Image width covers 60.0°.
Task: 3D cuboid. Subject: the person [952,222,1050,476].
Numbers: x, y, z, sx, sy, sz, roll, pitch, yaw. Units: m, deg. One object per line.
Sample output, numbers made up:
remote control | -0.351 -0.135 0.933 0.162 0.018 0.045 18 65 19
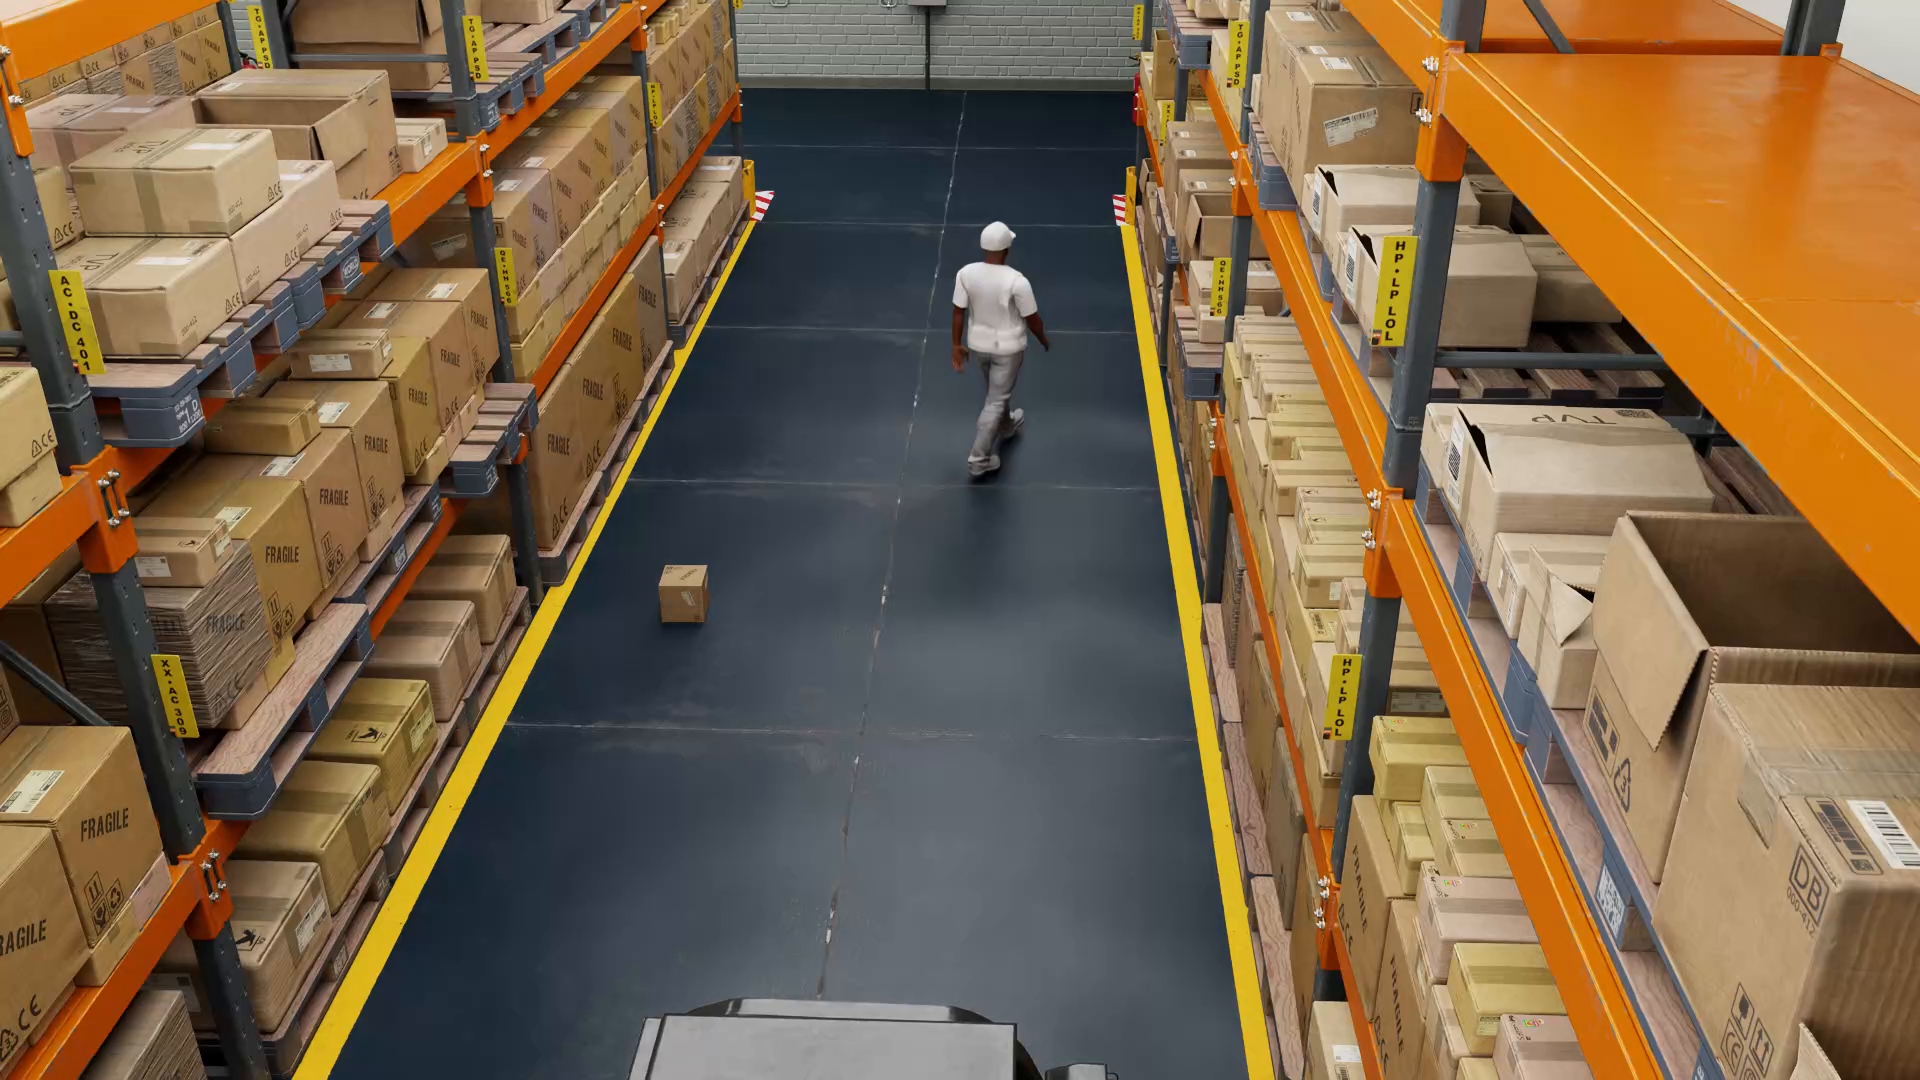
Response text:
person | 0.307 -1.378 11.450 0.587 1.718 1.008 17 32 30
